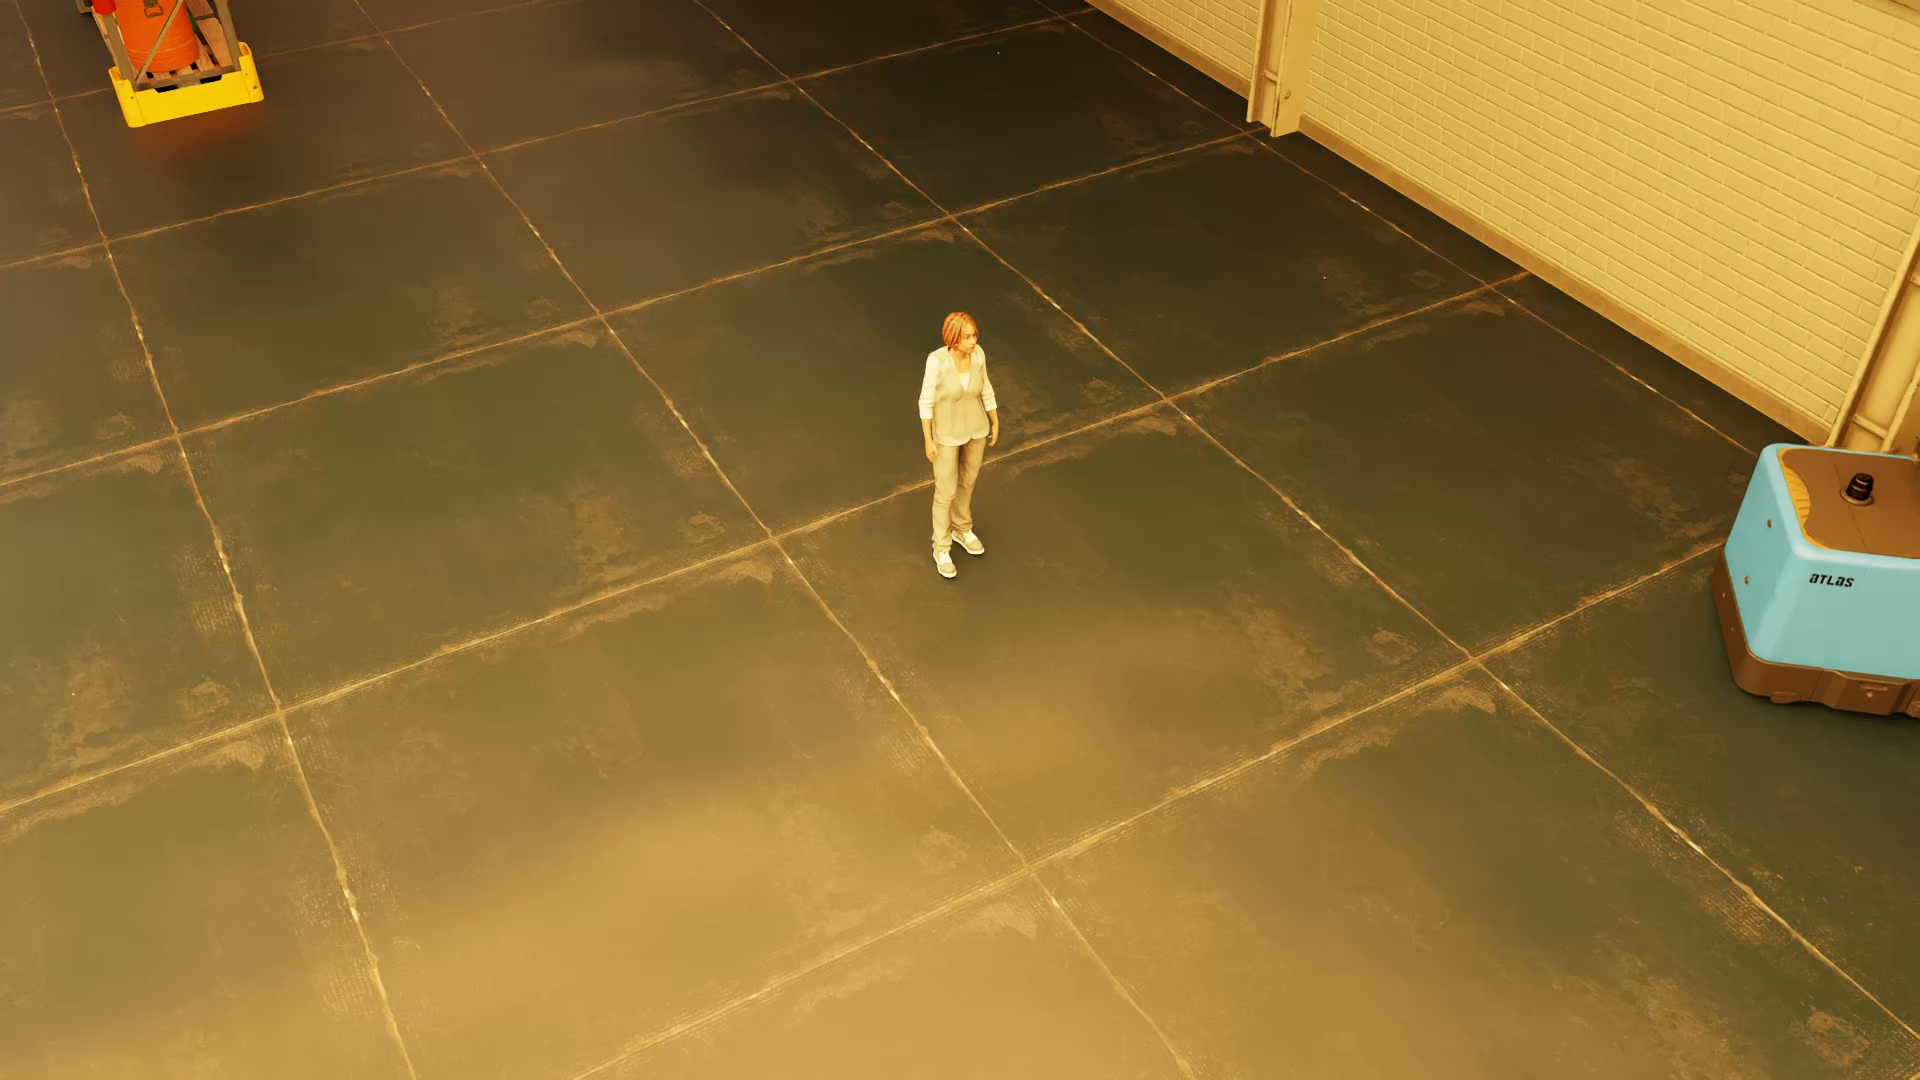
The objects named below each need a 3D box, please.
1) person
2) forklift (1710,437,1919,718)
[{"bbox_3d":[0.025,-0.575,9.762,0.520,1.599,0.473,-20,44,-23],"label":"person"},{"bbox_3d":[5.886,-0.381,8.496,3.031,2.935,1.130,7,40,8],"label":"forklift"}]
